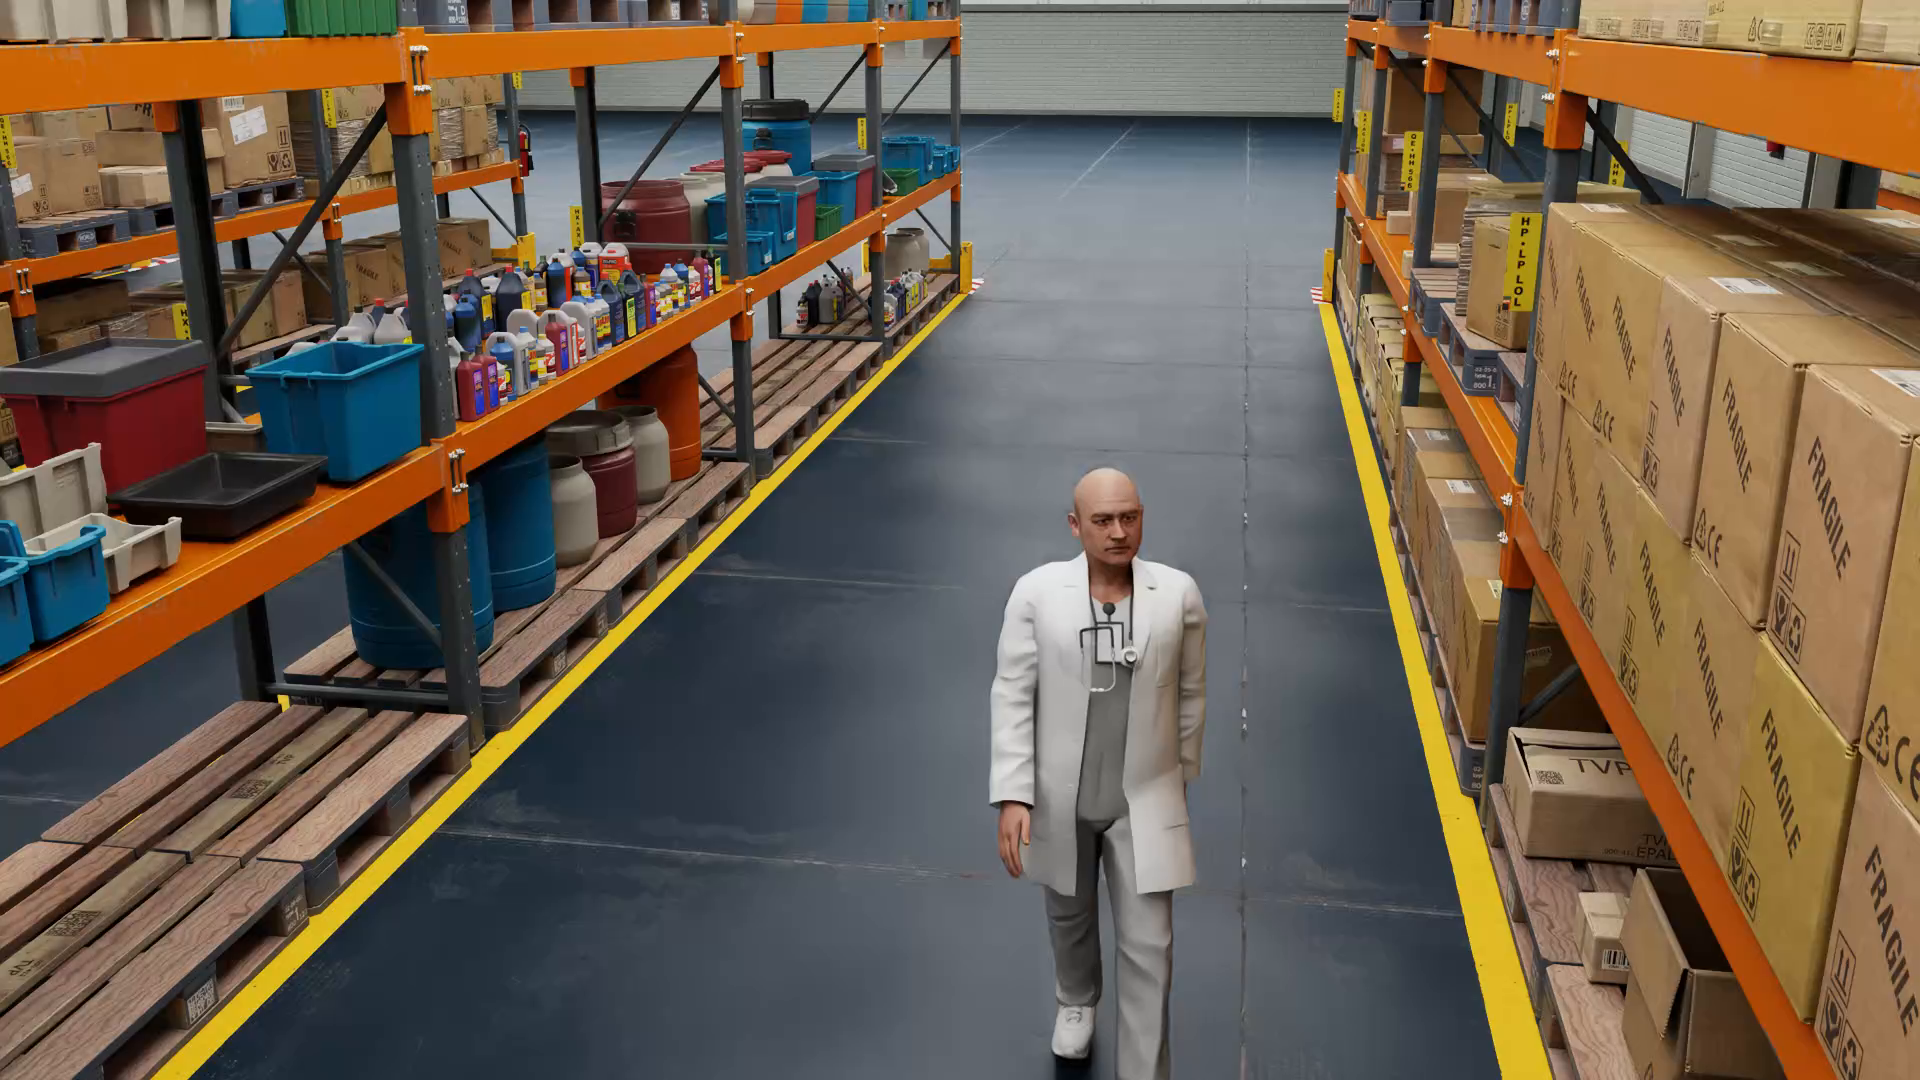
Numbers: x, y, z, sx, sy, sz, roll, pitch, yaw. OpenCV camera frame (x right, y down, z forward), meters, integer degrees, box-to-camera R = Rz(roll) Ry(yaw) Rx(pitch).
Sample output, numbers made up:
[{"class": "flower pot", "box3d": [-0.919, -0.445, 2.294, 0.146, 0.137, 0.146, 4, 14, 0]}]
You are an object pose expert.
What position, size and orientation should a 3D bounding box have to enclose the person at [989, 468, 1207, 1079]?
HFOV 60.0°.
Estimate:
[{"class": "person", "box3d": [0.356, 0.705, 4.320, 0.571, 1.753, 0.969, 2, 18, 5]}]
